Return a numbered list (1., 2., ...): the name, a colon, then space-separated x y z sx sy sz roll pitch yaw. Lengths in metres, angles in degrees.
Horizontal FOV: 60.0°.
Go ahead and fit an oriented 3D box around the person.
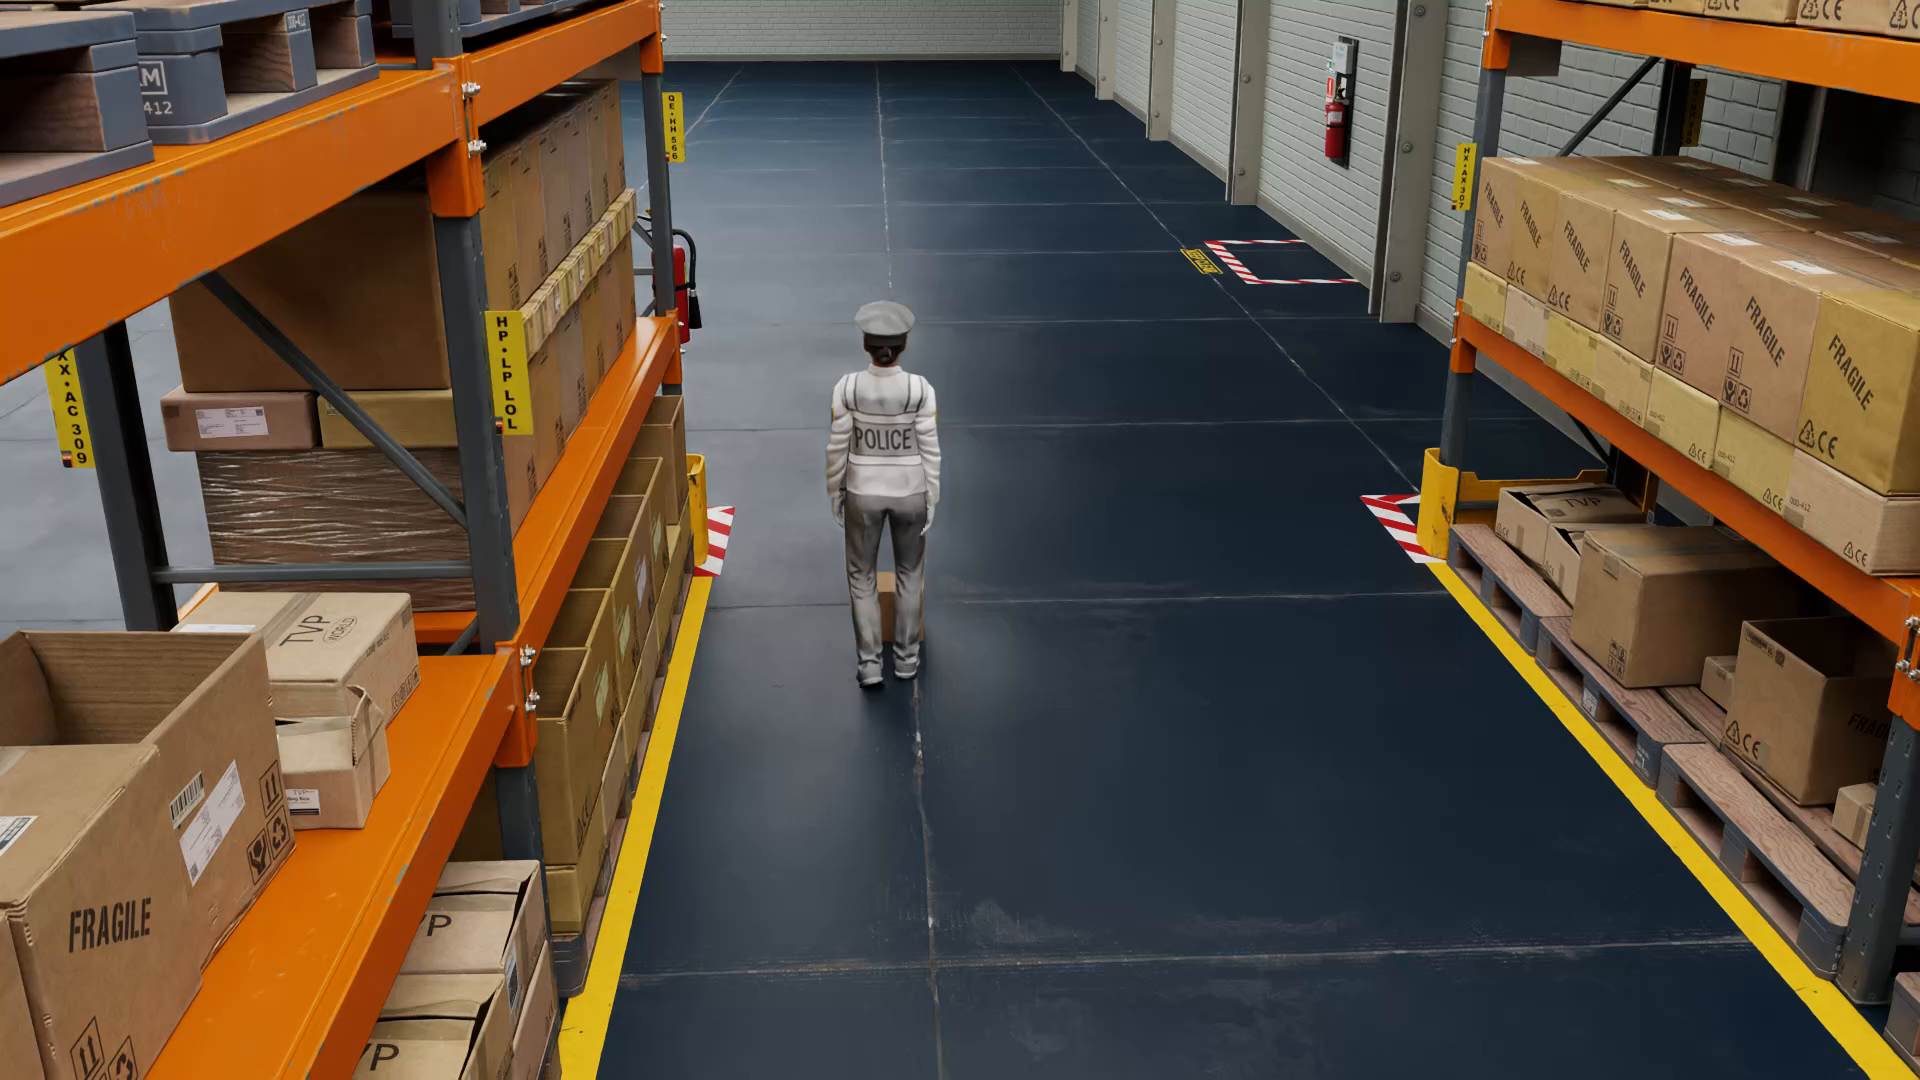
1. person: -0.325 -0.162 7.090 0.487 1.726 0.388 0 21 -1
